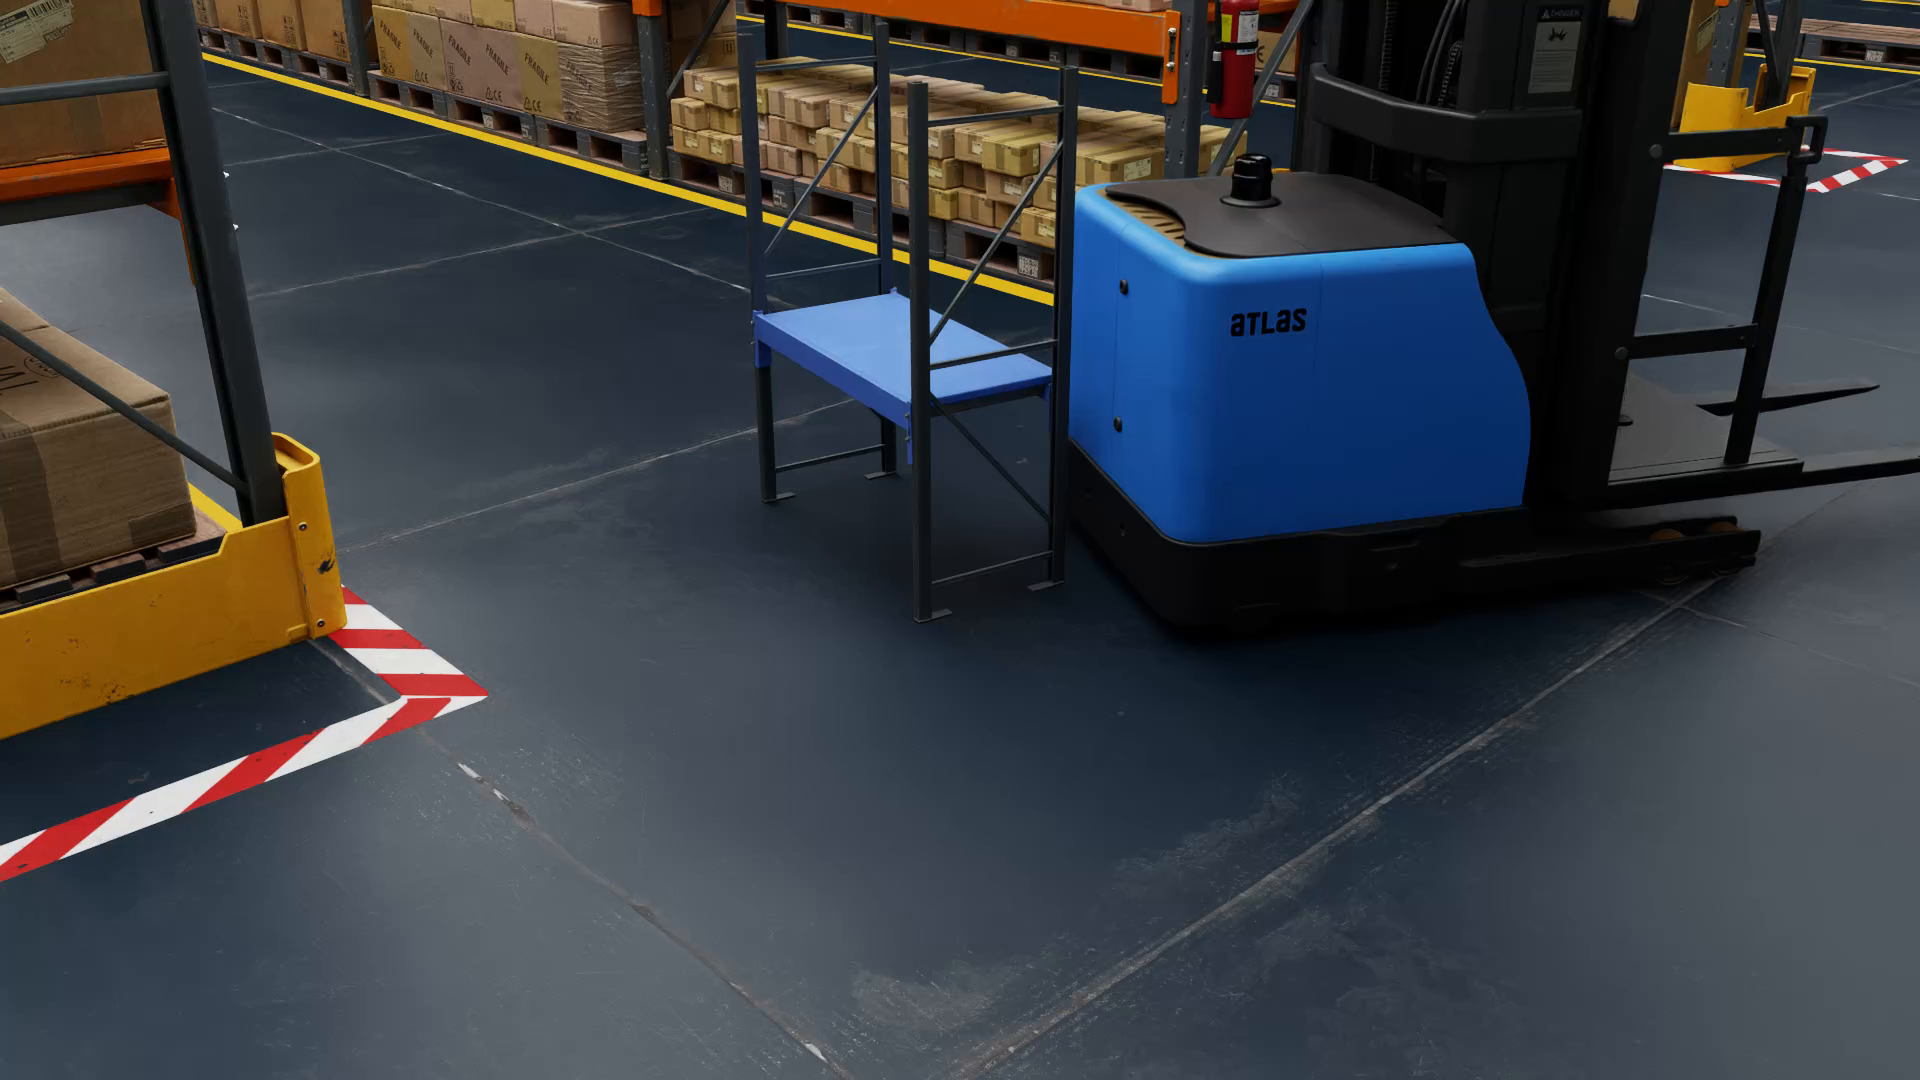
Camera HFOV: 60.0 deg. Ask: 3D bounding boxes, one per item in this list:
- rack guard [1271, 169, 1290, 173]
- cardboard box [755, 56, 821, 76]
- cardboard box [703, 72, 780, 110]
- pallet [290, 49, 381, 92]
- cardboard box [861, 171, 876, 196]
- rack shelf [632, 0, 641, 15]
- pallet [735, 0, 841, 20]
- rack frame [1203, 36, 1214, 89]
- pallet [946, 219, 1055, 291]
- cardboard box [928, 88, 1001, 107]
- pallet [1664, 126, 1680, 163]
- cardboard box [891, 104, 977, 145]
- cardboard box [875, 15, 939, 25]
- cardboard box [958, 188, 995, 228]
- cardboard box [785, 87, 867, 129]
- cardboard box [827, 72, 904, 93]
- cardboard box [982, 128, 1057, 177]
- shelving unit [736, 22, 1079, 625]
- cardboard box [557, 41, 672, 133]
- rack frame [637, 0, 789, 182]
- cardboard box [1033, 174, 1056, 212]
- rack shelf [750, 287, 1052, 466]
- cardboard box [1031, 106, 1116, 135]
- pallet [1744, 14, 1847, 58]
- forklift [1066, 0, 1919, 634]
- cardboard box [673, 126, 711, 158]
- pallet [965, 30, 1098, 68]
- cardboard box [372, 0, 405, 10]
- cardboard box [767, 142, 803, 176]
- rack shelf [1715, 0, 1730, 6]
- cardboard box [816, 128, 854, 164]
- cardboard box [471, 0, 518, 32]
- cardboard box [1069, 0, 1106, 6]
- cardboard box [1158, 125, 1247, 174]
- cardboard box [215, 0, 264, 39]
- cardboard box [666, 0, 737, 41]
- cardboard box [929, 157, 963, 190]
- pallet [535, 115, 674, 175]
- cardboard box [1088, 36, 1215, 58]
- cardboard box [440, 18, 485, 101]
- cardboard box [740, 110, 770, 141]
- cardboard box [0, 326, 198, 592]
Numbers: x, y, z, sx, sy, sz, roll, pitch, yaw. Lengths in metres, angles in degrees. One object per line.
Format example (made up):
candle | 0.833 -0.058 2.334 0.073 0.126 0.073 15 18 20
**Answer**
rack guard | 1.217 -1.336 7.576 1.175 0.500 0.348 -21 32 -38
cardboard box | -1.032 -2.793 9.970 0.380 0.149 0.250 -20 31 -37
cardboard box | -1.236 -2.563 9.467 0.380 0.149 0.250 -19 31 -36
pallet | -4.683 -3.866 13.469 1.003 0.211 1.213 -21 32 -38
cardboard box | -0.299 -1.915 8.763 0.380 0.149 0.250 -20 31 -37
rack shelf | -2.832 -3.941 11.141 1.077 0.370 4.000 -21 32 -38
pallet | -1.872 -5.588 17.246 1.003 0.211 1.213 -21 32 -38
rack frame | 2.225 -5.039 12.681 1.000 3.000 0.127 -21 32 -38
pallet | 0.688 -1.461 8.198 1.003 0.211 1.213 -21 32 -38
cardboard box | 0.003 -2.312 8.916 0.380 0.149 0.250 -21 32 -38
pallet | 4.355 -2.778 11.085 1.003 0.211 1.213 -21 32 -38
cardboard box | -0.132 -2.112 8.477 0.250 0.149 0.380 23 33 40
cardboard box | -0.053 -5.260 15.220 0.875 0.875 1.225 22 32 39
cardboard box | 0.211 -1.669 8.224 0.380 0.149 0.250 -21 32 -38
cardboard box | -0.718 -2.328 8.951 0.380 0.149 0.250 -20 31 -37
cardboard box | -0.532 -2.553 9.443 0.380 0.149 0.250 -20 31 -37
cardboard box | 0.323 -1.838 7.878 0.380 0.149 0.250 -22 33 -40
shelving unit | -0.175 -0.682 4.938 0.538 1.500 1.048 -14 28 -28
cardboard box | -2.155 -2.869 10.430 0.500 0.500 0.500 -22 32 -39
rack frame | -1.465 -3.662 9.663 1.000 3.000 0.127 -21 32 -38
cardboard box | 0.561 -1.653 7.830 0.380 0.149 0.250 -22 33 -40
rack shelf | -0.175 -0.518 5.012 0.538 0.185 1.000 -14 28 -28
cardboard box | 0.574 -2.084 8.416 0.250 0.149 0.380 22 32 39
pallet | 7.209 -4.593 15.065 1.003 0.211 1.213 -21 32 -38
forklift | 1.891 -1.402 4.792 3.031 2.935 1.130 -7 25 -14
cardboard box | -1.451 -2.355 9.726 0.250 0.149 0.380 22 33 40
pallet | 0.804 -4.352 14.535 1.003 0.211 1.213 -21 32 -38
cardboard box | -3.904 -3.991 11.987 0.500 0.250 0.500 22 32 39
cardboard box | -0.851 -2.151 9.279 0.380 0.149 0.250 -22 33 -39
rack shelf | 3.592 -4.105 11.502 1.077 0.370 4.000 -21 32 -38
cardboard box | -0.540 -2.109 8.829 0.380 0.149 0.250 -22 32 -39
cardboard box | -2.872 -3.527 10.969 0.500 0.250 0.500 22 33 39
cardboard box | 0.697 -2.441 7.288 0.380 0.149 0.250 -21 32 -39
cardboard box | 1.159 -1.870 7.947 0.250 0.149 0.380 22 32 39
cardboard box | -5.787 -4.797 14.357 1.050 0.750 0.750 -21 32 -38
cardboard box | -1.777 -3.356 10.594 0.500 0.250 0.500 22 33 39
cardboard box | -0.020 -1.869 8.303 0.380 0.149 0.250 -21 32 -38
pallet | -1.998 -2.629 10.758 1.003 0.211 1.213 -21 32 -38
cardboard box | 1.773 -4.451 13.447 1.225 0.875 0.875 -21 32 -38
cardboard box | -3.201 -3.336 11.453 0.500 0.500 0.500 -22 33 -40
cardboard box | -1.020 -2.376 9.415 0.380 0.149 0.250 -21 32 -39
cardboard box | -2.799 -0.212 4.682 0.875 0.438 0.875 22 33 40
